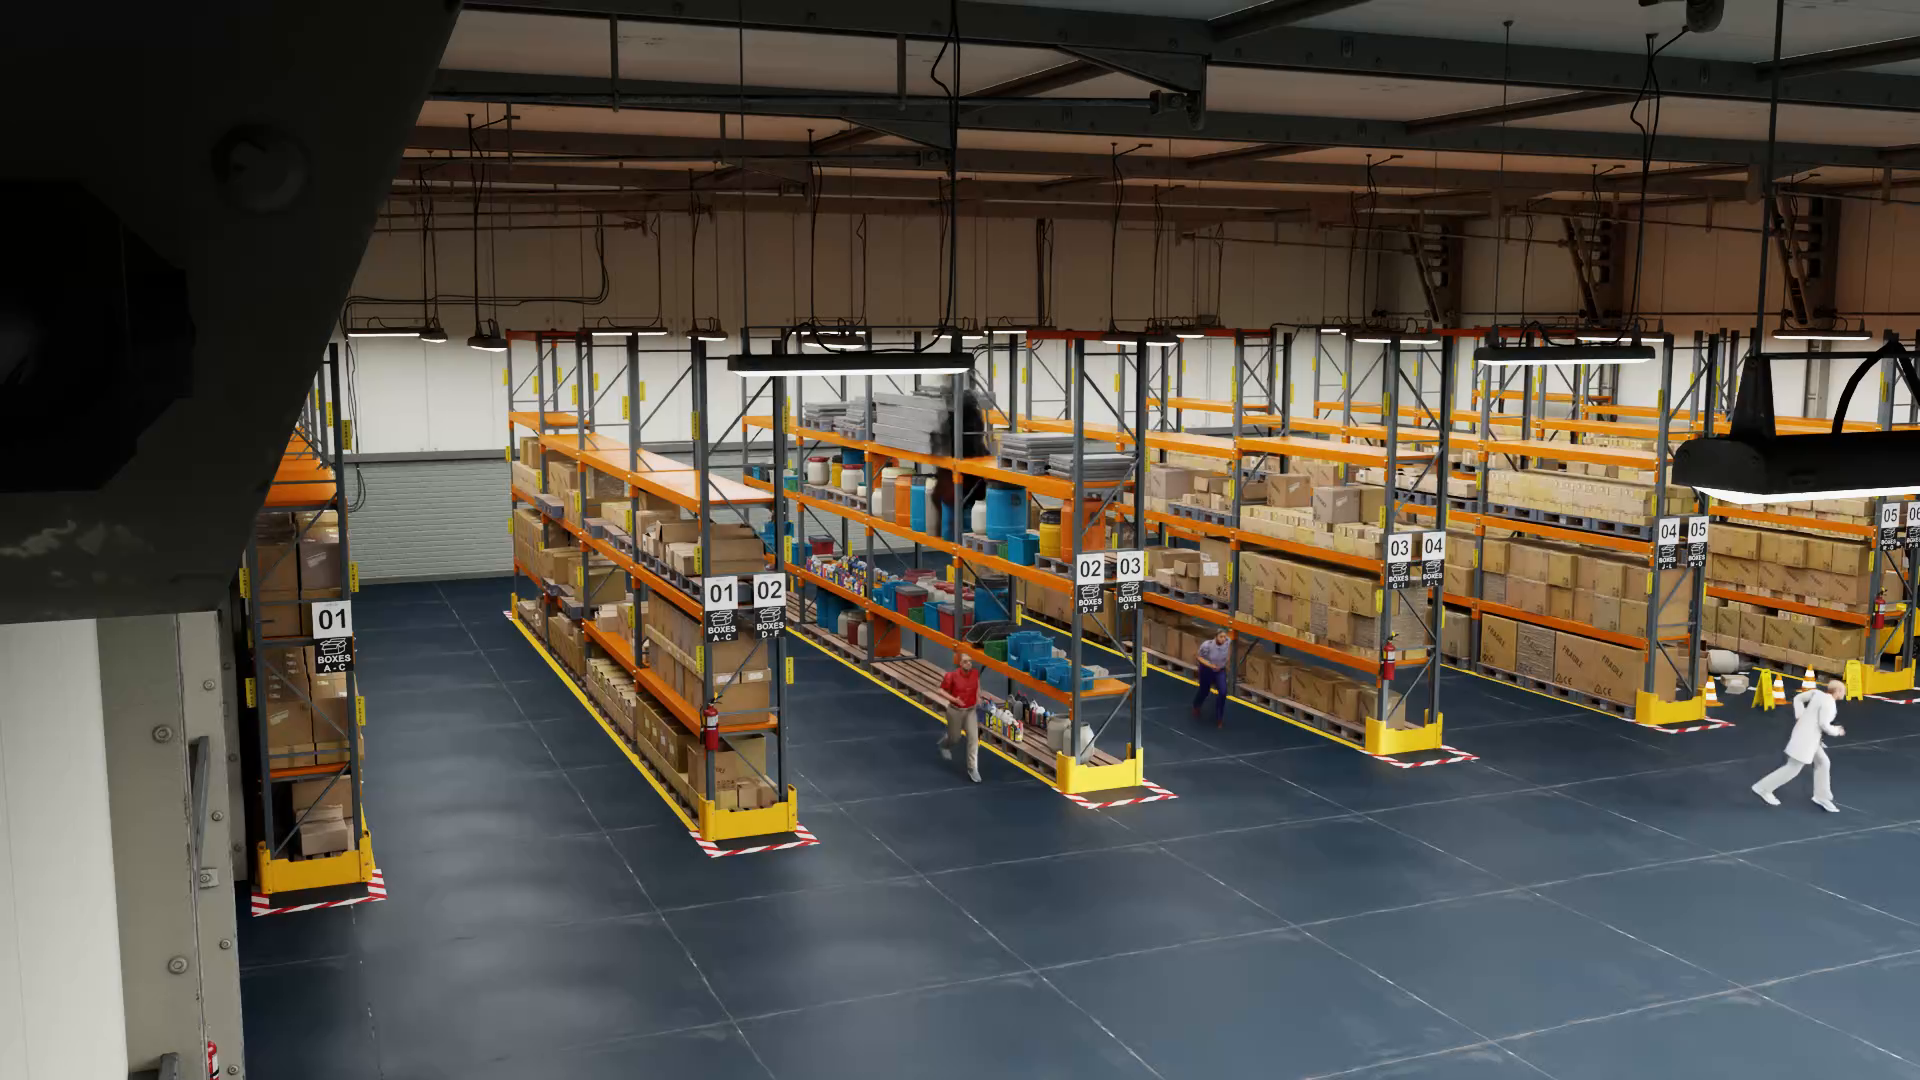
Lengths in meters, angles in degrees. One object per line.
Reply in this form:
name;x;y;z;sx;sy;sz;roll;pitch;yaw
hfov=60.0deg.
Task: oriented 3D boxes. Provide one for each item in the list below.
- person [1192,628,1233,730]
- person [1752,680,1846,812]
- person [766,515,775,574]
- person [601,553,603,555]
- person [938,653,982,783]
person;3.888;2.057;25.781;0.648;1.545;0.960;-2;8;-17
person;10.761;2.633;21.282;1.018;1.743;0.751;1;8;8
person;-4.319;0.194;39.273;0.553;1.629;0.580;-1;8;-6
person;-7.539;0.683;35.786;0.888;1.590;0.553;4;9;28
person;0.020;2.385;22.881;0.674;1.713;1.097;-3;8;-23
